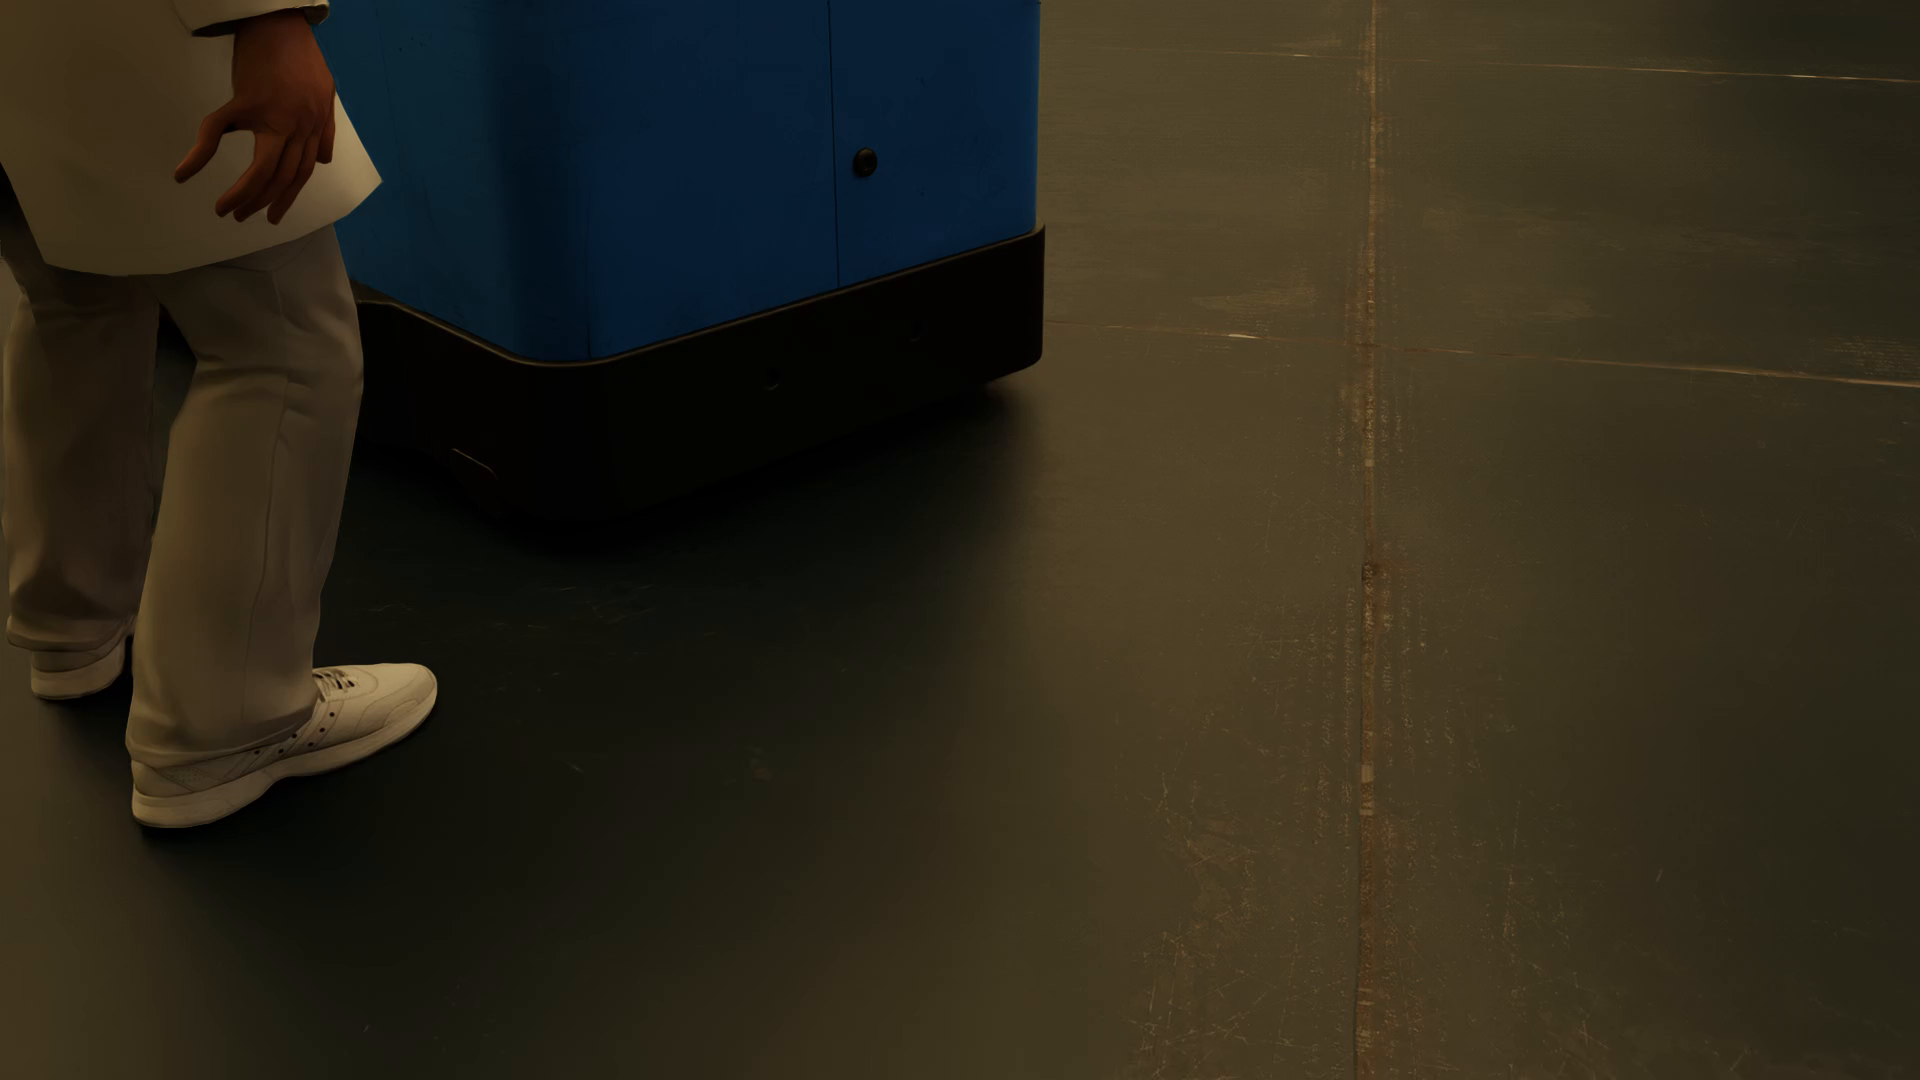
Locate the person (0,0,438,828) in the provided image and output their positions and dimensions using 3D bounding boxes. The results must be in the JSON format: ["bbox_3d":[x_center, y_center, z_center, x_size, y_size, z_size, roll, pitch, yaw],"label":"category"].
[{"bbox_3d":[-0.887,-0.555,1.666,0.878,1.751,0.423,15,31,28],"label":"person"}]

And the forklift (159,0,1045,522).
[{"bbox_3d":[-1.247,-1.899,3.010,1.130,2.935,3.031,-24,35,-39],"label":"forklift"}]
